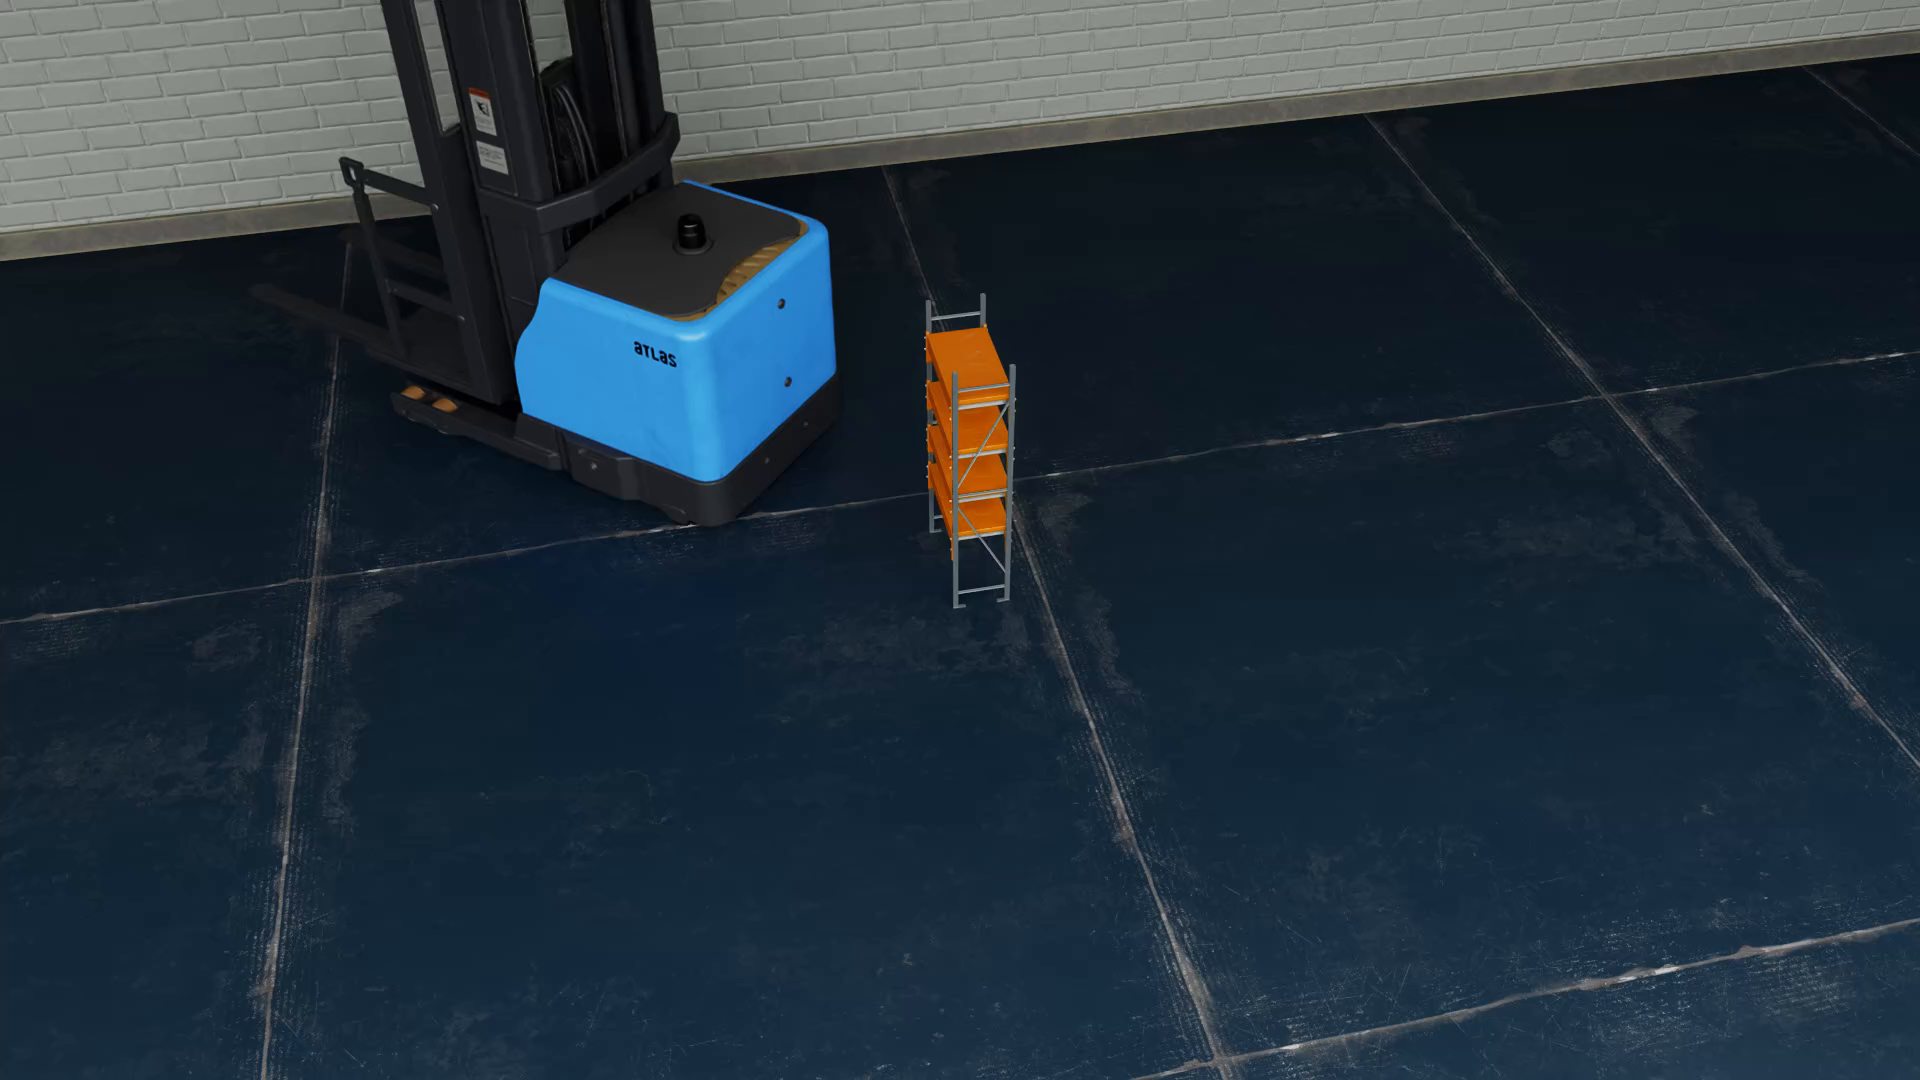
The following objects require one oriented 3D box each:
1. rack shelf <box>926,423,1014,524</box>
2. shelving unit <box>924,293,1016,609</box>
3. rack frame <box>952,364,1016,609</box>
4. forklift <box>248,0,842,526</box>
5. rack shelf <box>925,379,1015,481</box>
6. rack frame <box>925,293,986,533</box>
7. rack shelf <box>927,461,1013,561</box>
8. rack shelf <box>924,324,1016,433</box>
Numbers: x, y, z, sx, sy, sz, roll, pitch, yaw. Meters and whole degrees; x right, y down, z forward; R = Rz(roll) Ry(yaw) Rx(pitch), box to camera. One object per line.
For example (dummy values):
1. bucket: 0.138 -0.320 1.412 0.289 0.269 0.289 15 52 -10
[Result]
1. rack shelf: 0.036 -0.291 6.775 0.258 0.148 0.480 -8 42 -9
2. shelving unit: 0.036 -0.341 6.731 0.258 1.200 0.503 -8 42 -9
3. rack frame: 0.088 -0.183 6.553 0.240 1.200 0.015 -8 42 -9
4. forklift: -2.090 -1.876 7.155 3.031 2.935 1.130 21 46 22
5. rack shelf: 0.036 -0.458 6.627 0.258 0.148 0.480 -8 42 -9
6. rack frame: -0.017 -0.500 6.909 0.240 1.200 0.015 -8 42 -9
7. rack shelf: 0.036 -0.143 6.907 0.258 0.148 0.480 -8 42 -9
8. rack shelf: 0.036 -0.635 6.470 0.258 0.148 0.480 -8 42 -9
